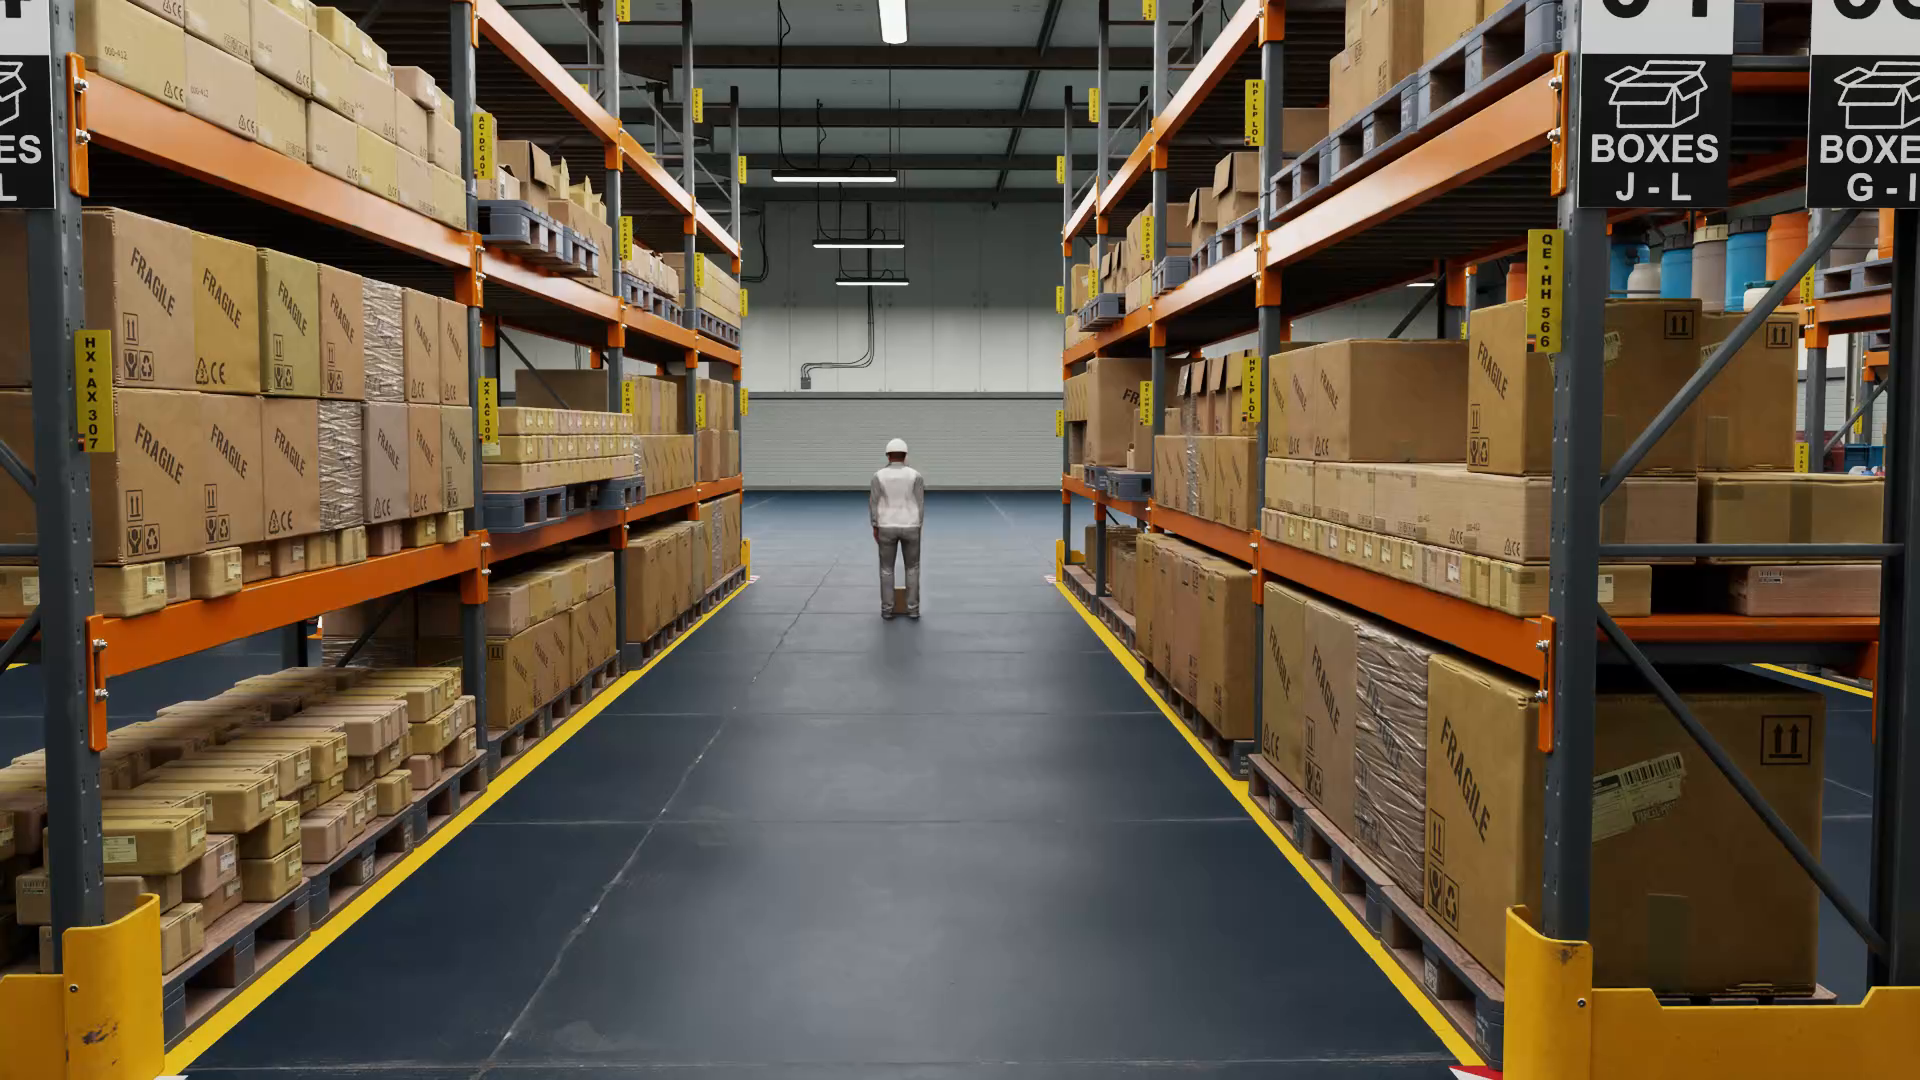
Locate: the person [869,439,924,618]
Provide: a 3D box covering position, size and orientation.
[{"bbox_3d":[-0.623,-0.111,16.385,0.536,1.762,0.369,0,4,0],"label":"person"}]
